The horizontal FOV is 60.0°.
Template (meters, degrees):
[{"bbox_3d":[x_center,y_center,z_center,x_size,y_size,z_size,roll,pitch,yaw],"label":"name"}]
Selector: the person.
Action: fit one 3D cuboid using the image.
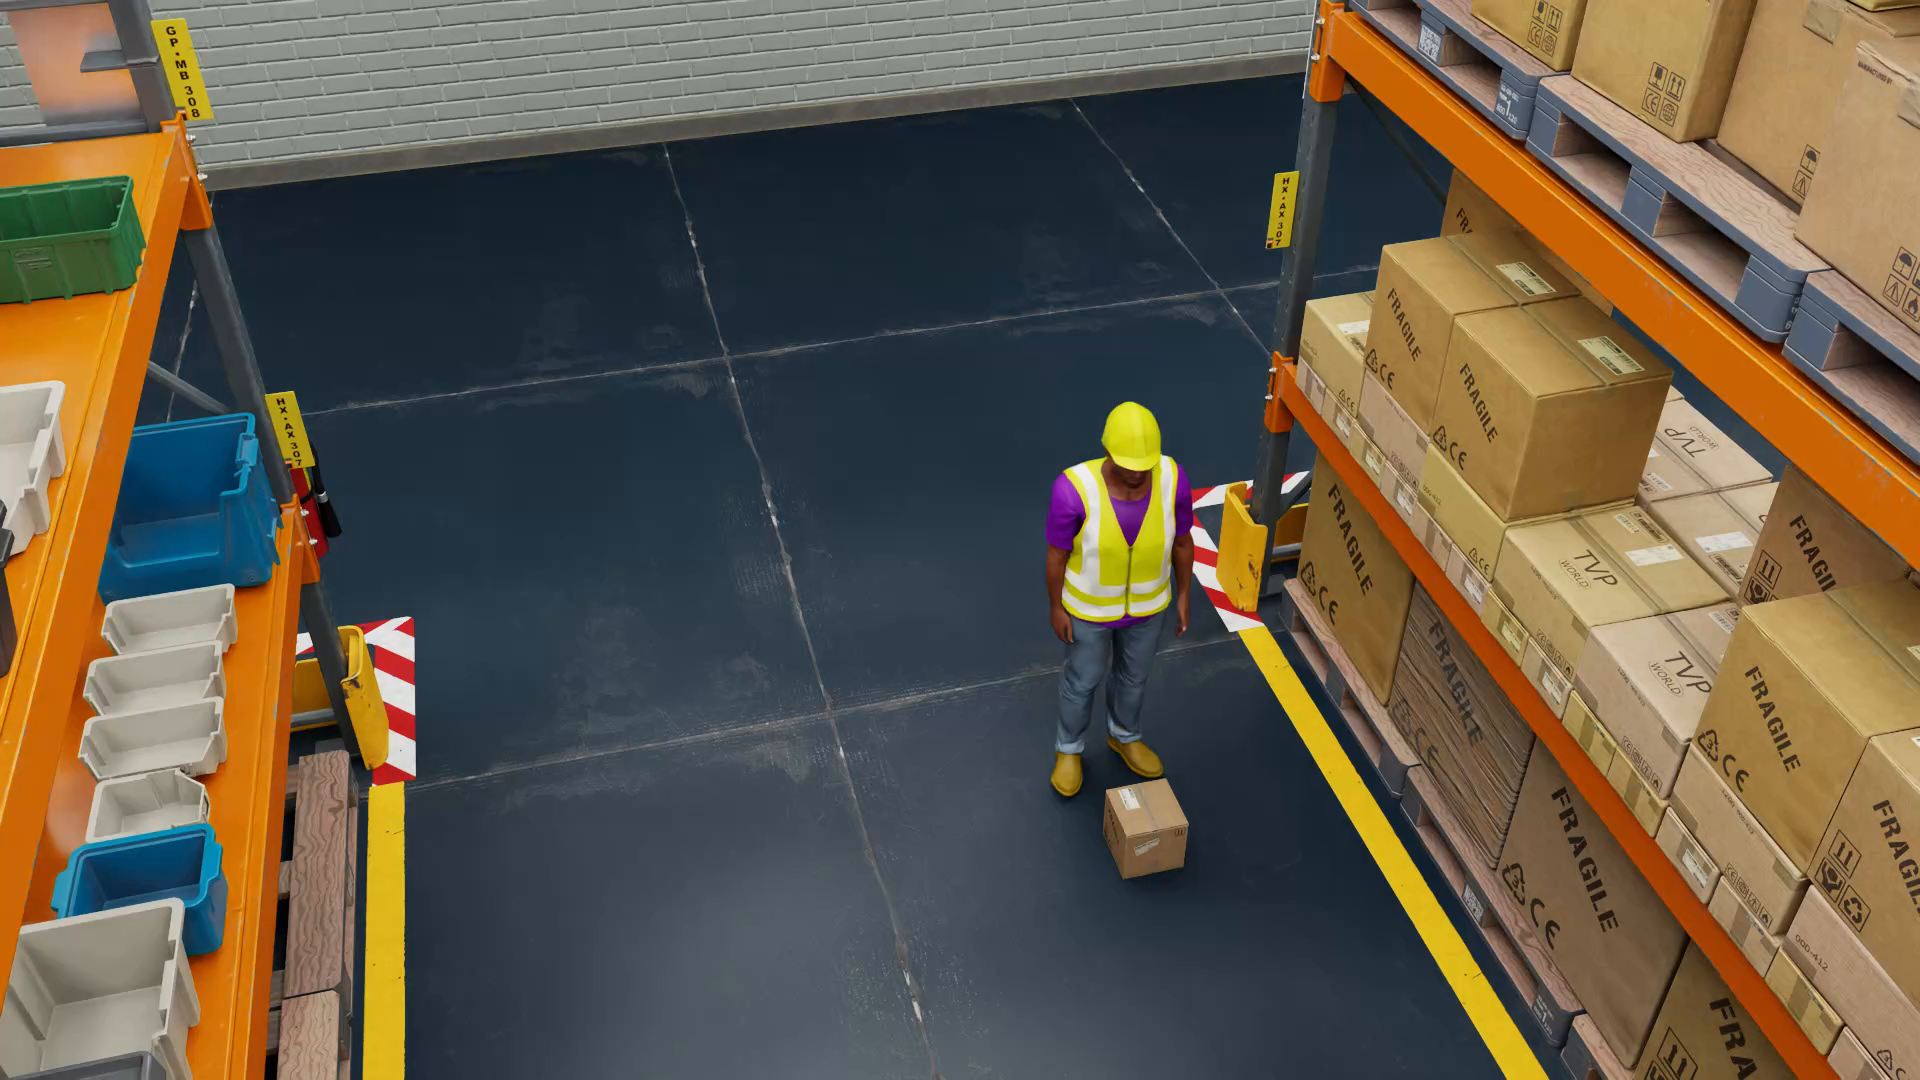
[{"bbox_3d":[0.613,0.233,6.391,0.576,1.770,0.355,-8,39,-10],"label":"person"}]
